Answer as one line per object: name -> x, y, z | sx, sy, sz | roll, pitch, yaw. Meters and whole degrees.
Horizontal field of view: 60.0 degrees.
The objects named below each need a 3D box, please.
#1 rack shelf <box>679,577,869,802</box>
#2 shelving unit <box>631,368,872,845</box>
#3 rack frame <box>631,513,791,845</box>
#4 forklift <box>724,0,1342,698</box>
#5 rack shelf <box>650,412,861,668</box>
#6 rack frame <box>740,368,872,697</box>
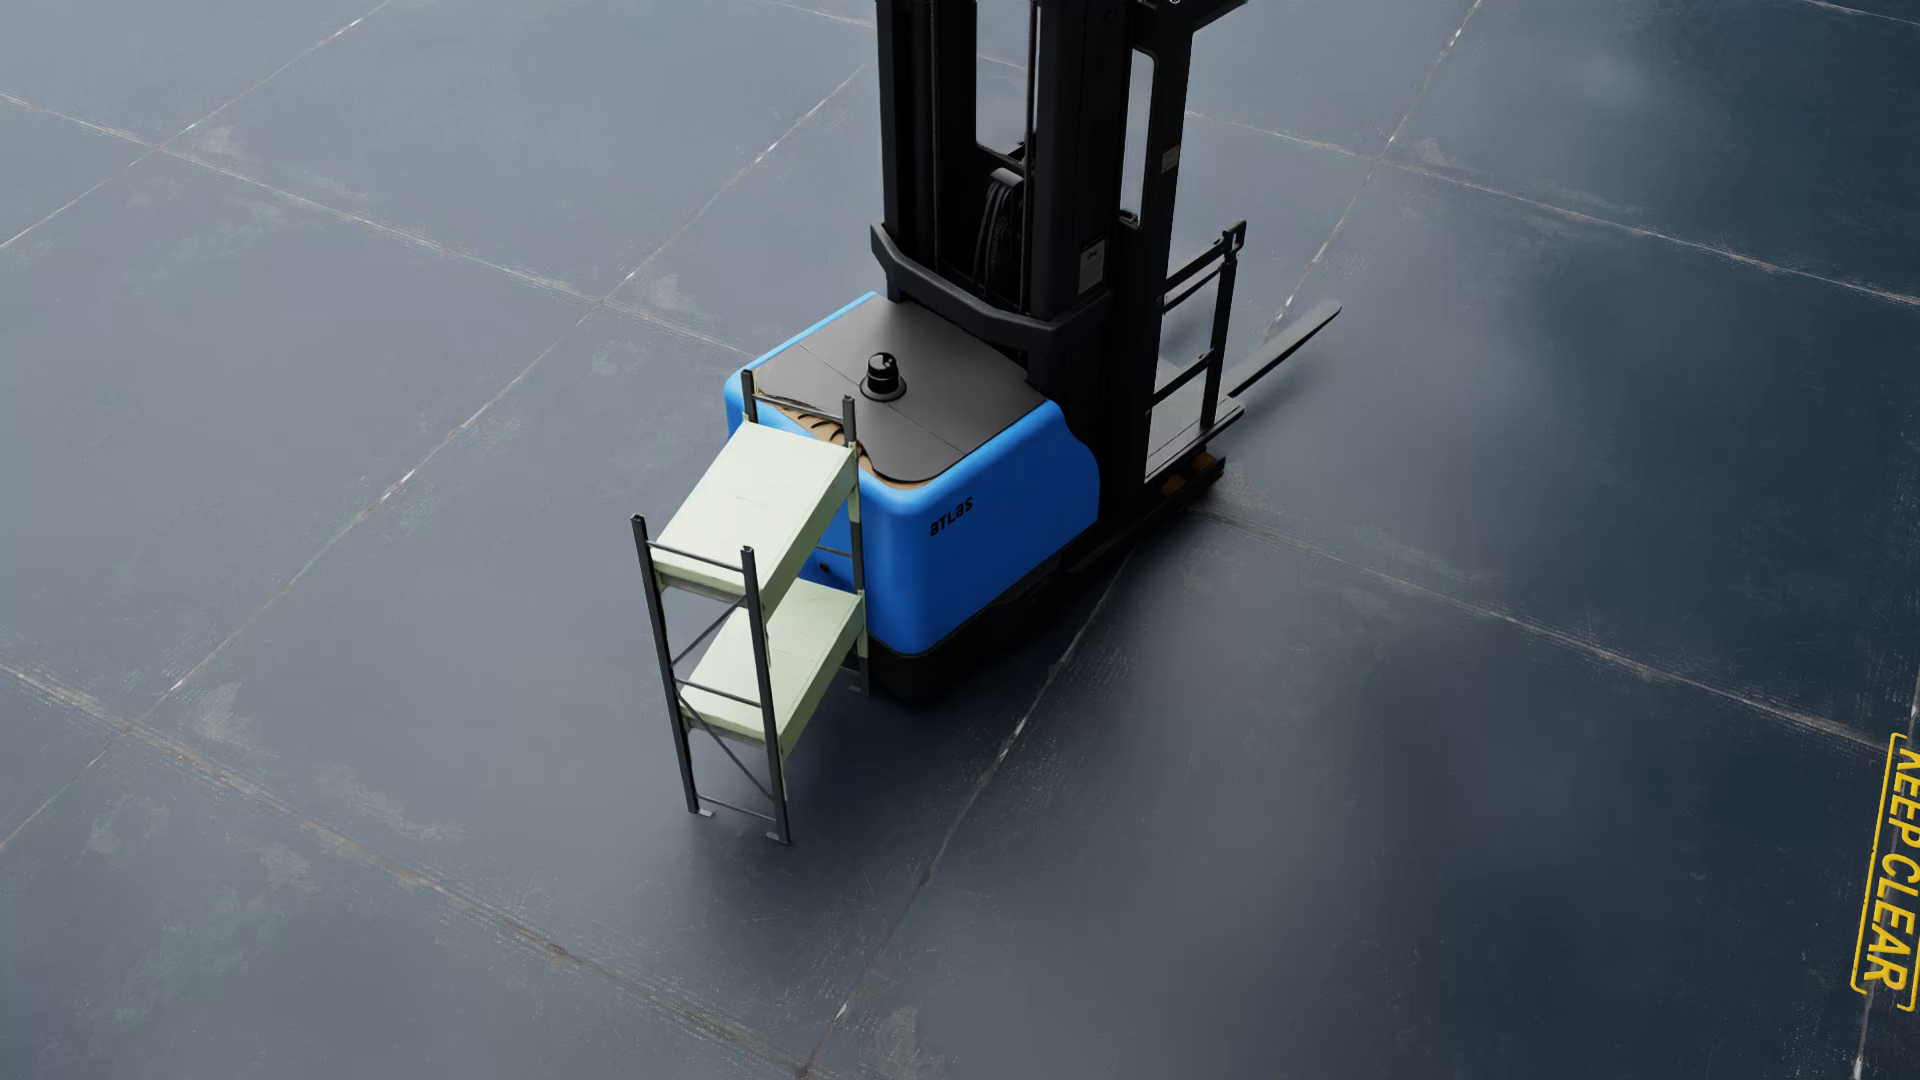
rack shelf -> -0.666, 0.491, 5.948 | 0.431, 0.370, 0.720 | 15, 47, 15
shelving unit -> -0.666, 0.262, 5.716 | 0.431, 1.500, 0.755 | 15, 47, 15
rack frame -> -0.798, 0.505, 5.476 | 0.400, 1.500, 0.023 | 15, 47, 15
forklift -> 0.503, -1.375, 6.329 | 1.130, 2.935, 3.031 | 35, 55, 29
rack shelf -> -0.666, -0.012, 5.439 | 0.431, 0.370, 0.720 | 15, 47, 15
rack frame -> -0.533, 0.020, 5.956 | 0.400, 1.500, 0.023 | 15, 47, 15
